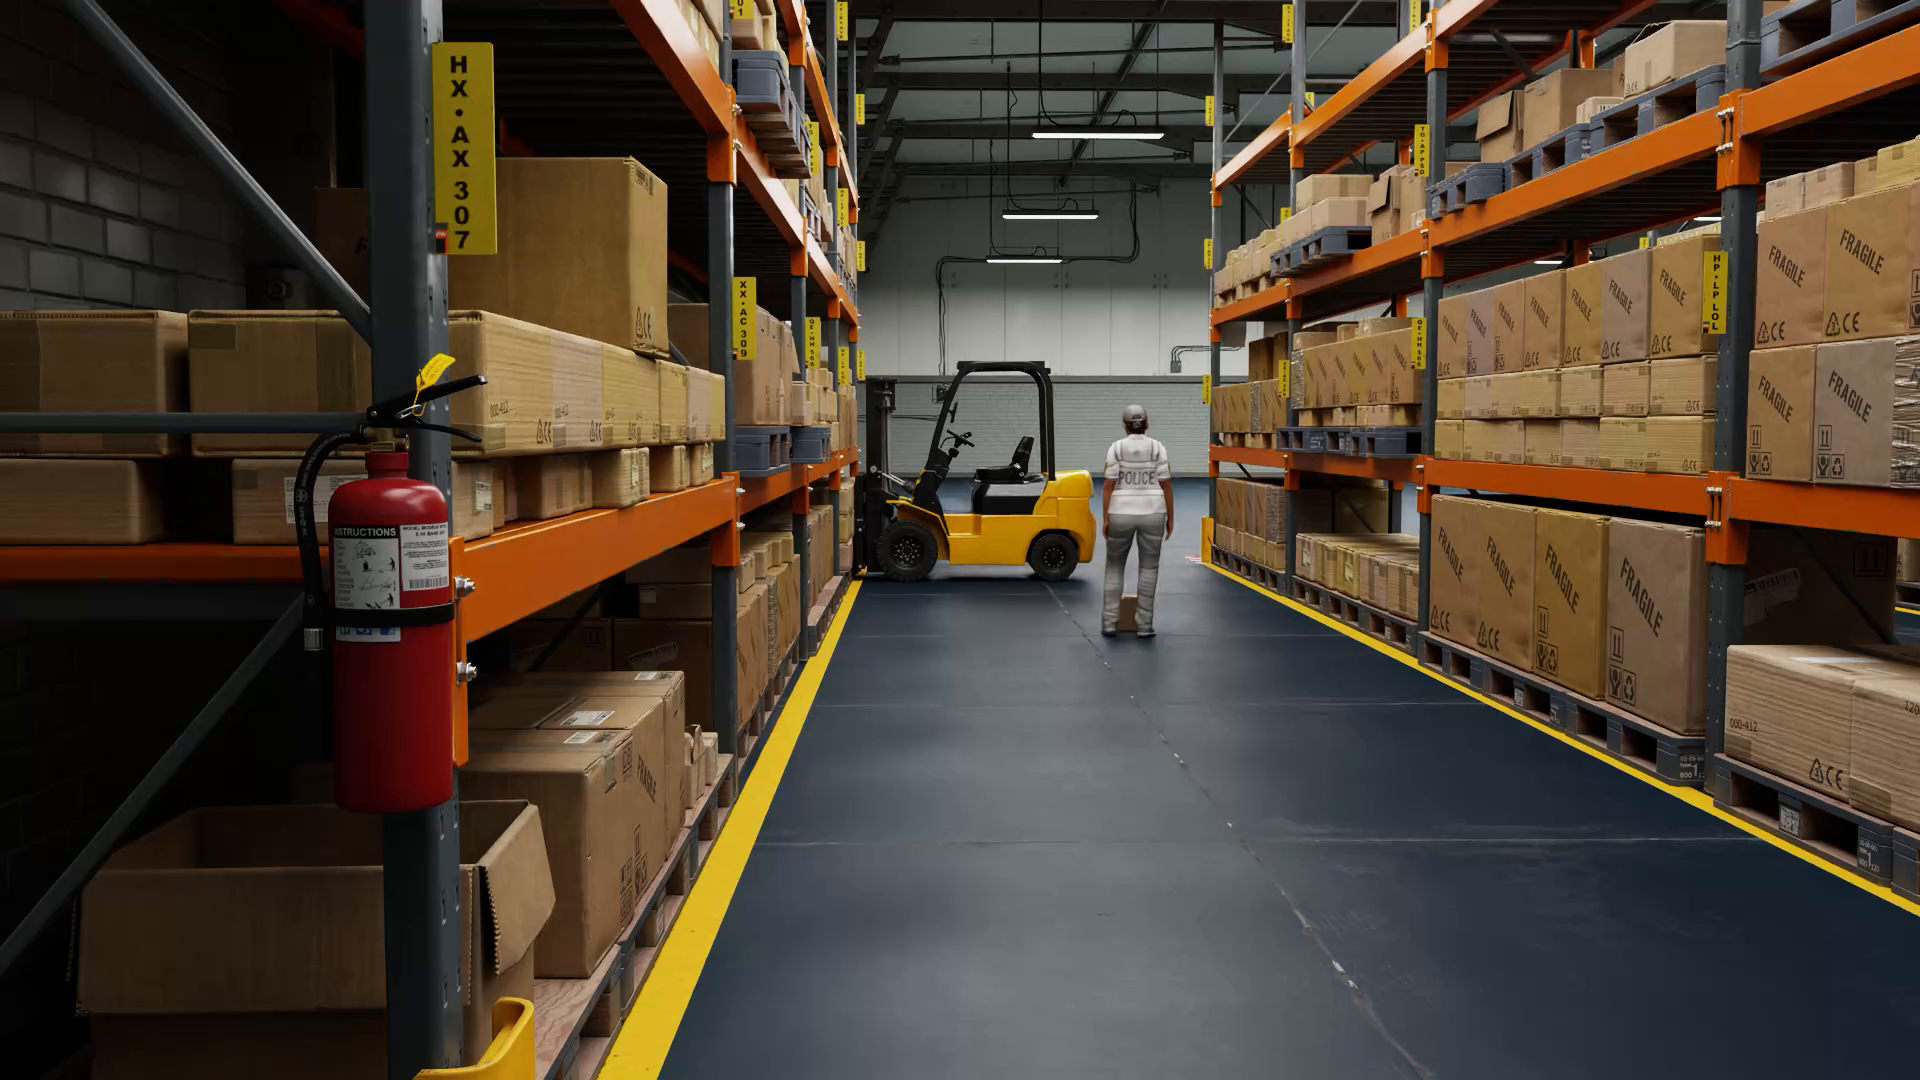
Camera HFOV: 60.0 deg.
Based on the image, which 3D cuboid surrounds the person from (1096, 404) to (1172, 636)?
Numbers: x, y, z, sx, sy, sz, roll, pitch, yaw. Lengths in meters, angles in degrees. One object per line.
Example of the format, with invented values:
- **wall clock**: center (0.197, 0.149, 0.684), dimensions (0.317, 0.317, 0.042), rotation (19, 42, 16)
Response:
- **person**: center (1.262, -0.142, 12.005), dimensions (0.509, 1.666, 0.540), rotation (0, 4, -1)
